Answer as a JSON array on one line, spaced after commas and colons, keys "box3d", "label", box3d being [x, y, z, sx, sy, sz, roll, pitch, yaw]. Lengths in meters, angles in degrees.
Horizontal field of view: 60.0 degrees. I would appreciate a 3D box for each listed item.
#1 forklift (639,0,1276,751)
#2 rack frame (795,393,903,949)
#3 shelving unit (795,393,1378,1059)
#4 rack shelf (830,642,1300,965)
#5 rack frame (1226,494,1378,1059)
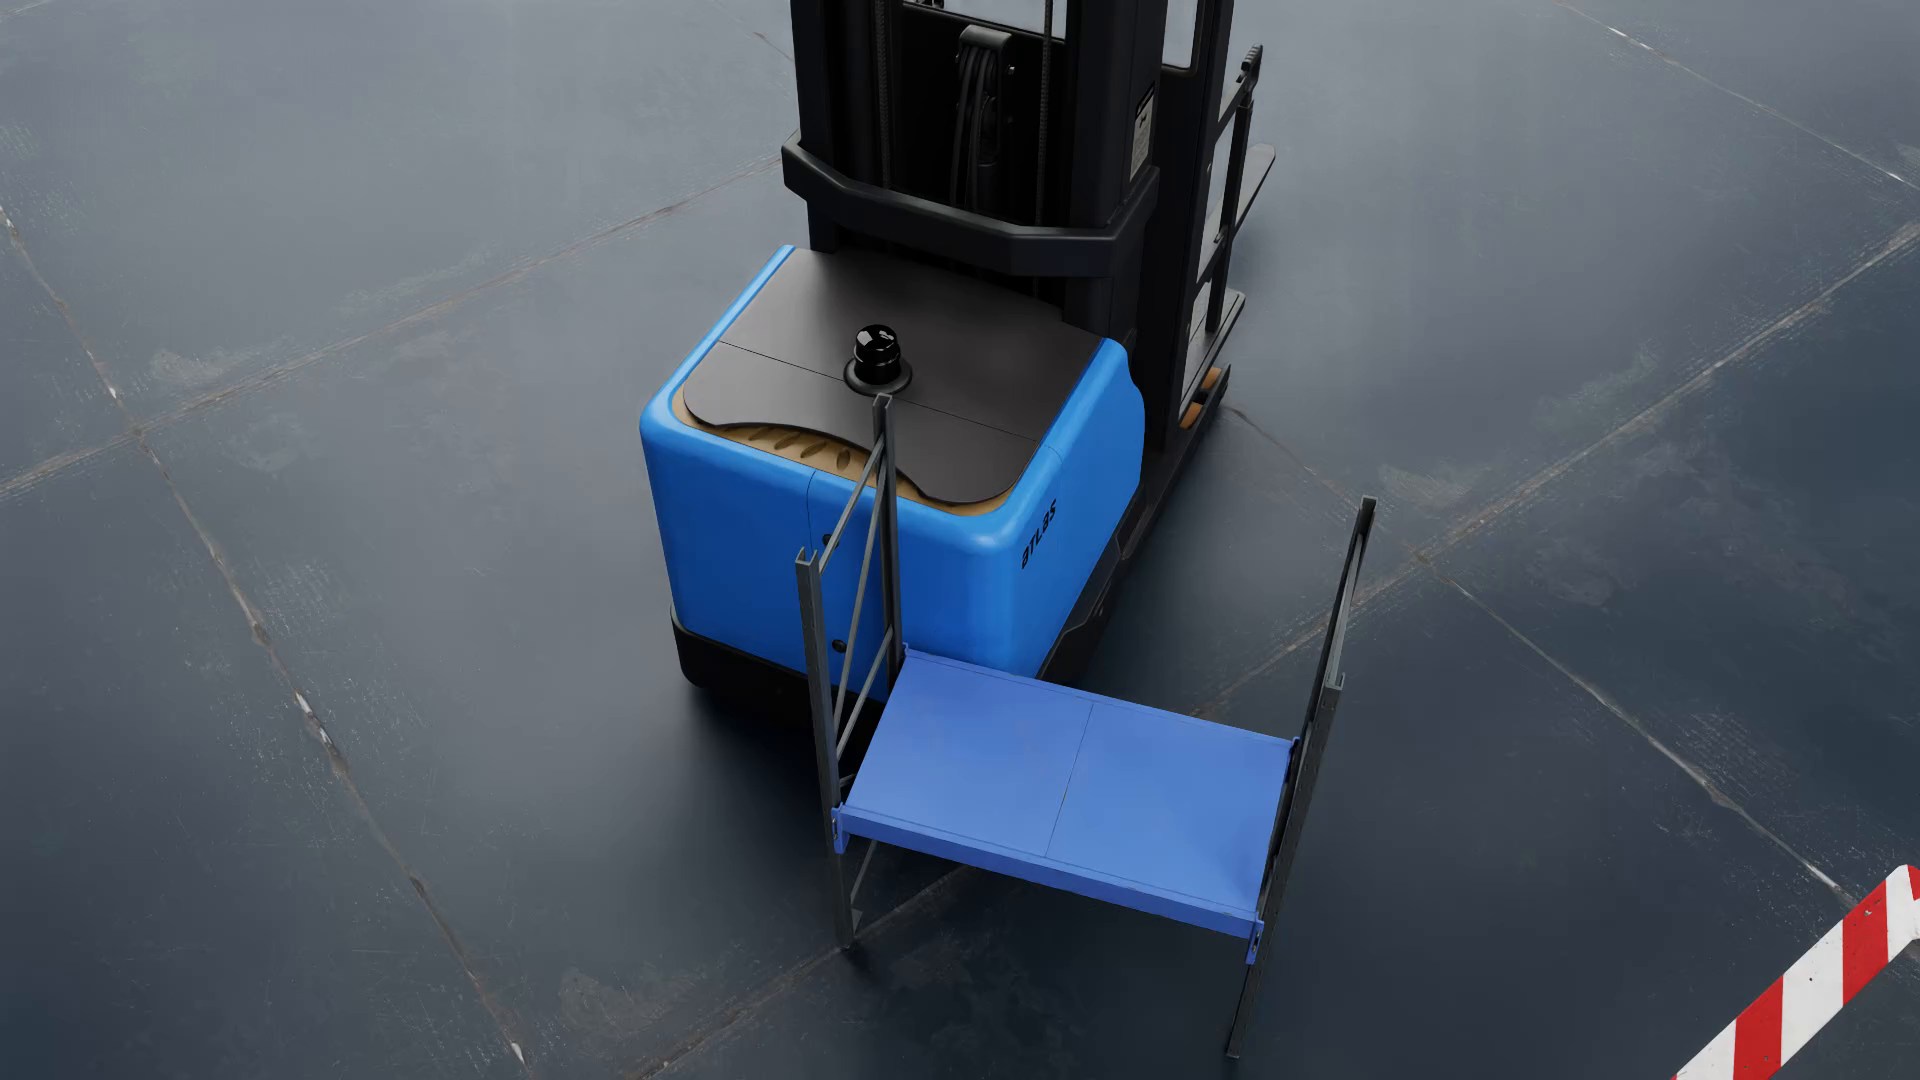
[{"box3d": [0.260, -1.406, 4.546, 1.130, 2.935, 3.031, 19, 50, 16], "label": "forklift"}, {"box3d": [-0.229, 0.373, 3.900, 0.032, 1.500, 0.500, 13, 49, 11], "label": "rack frame"}, {"box3d": [0.257, 0.483, 3.800, 1.048, 1.500, 0.538, 13, 49, 11], "label": "shelving unit"}, {"box3d": [0.257, 0.604, 3.933, 1.000, 0.185, 0.538, 13, 49, 11], "label": "rack shelf"}, {"box3d": [0.743, 0.593, 3.700, 0.032, 1.500, 0.500, 13, 49, 11], "label": "rack frame"}]
